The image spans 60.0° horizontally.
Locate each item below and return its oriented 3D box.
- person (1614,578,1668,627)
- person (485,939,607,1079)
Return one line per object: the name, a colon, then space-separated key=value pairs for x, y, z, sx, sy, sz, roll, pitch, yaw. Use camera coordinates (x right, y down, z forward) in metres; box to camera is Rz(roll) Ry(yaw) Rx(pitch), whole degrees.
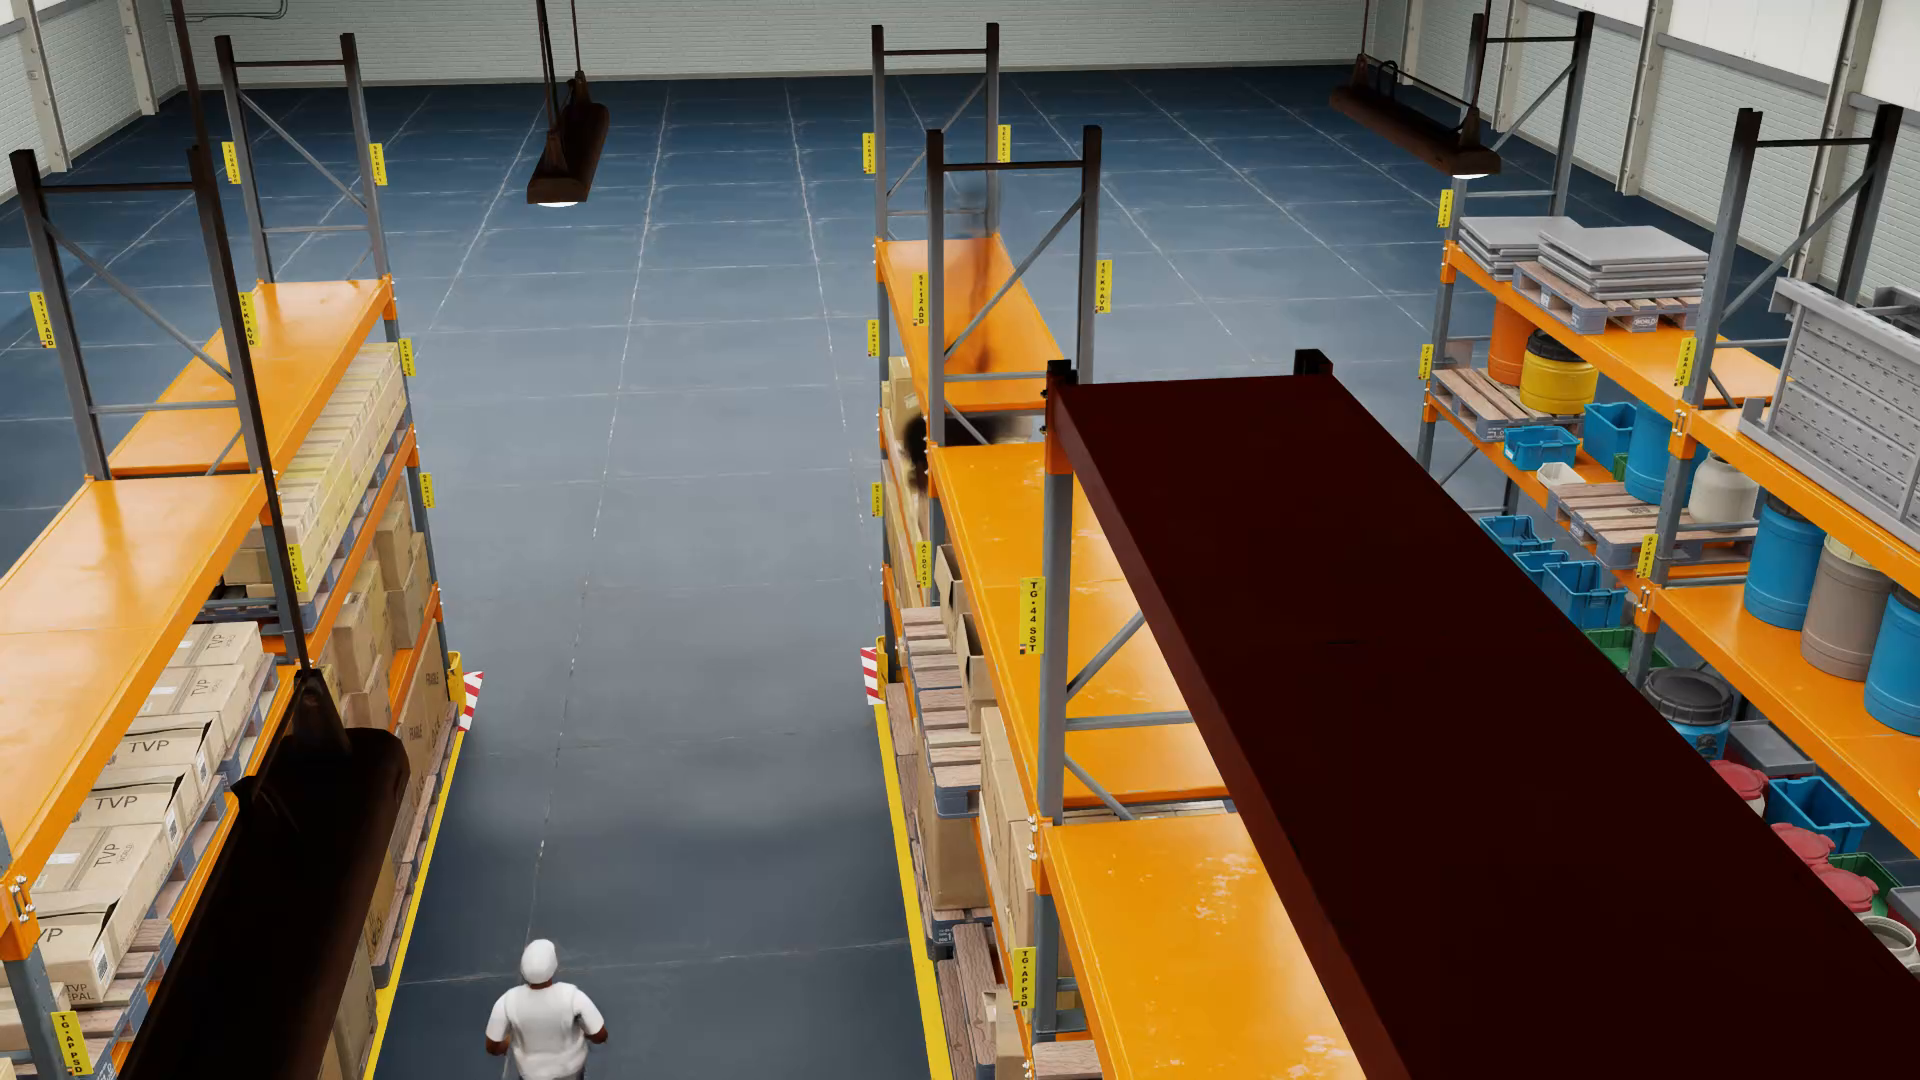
person: x=6.340 y=0.499 z=15.459 sx=0.656 sy=1.722 sz=0.570 roll=-14 pitch=29 yaw=-27
person: x=-2.440 y=3.140 z=9.945 sx=0.702 sy=1.723 sz=0.598 roll=-3 pitch=26 yaw=-6
